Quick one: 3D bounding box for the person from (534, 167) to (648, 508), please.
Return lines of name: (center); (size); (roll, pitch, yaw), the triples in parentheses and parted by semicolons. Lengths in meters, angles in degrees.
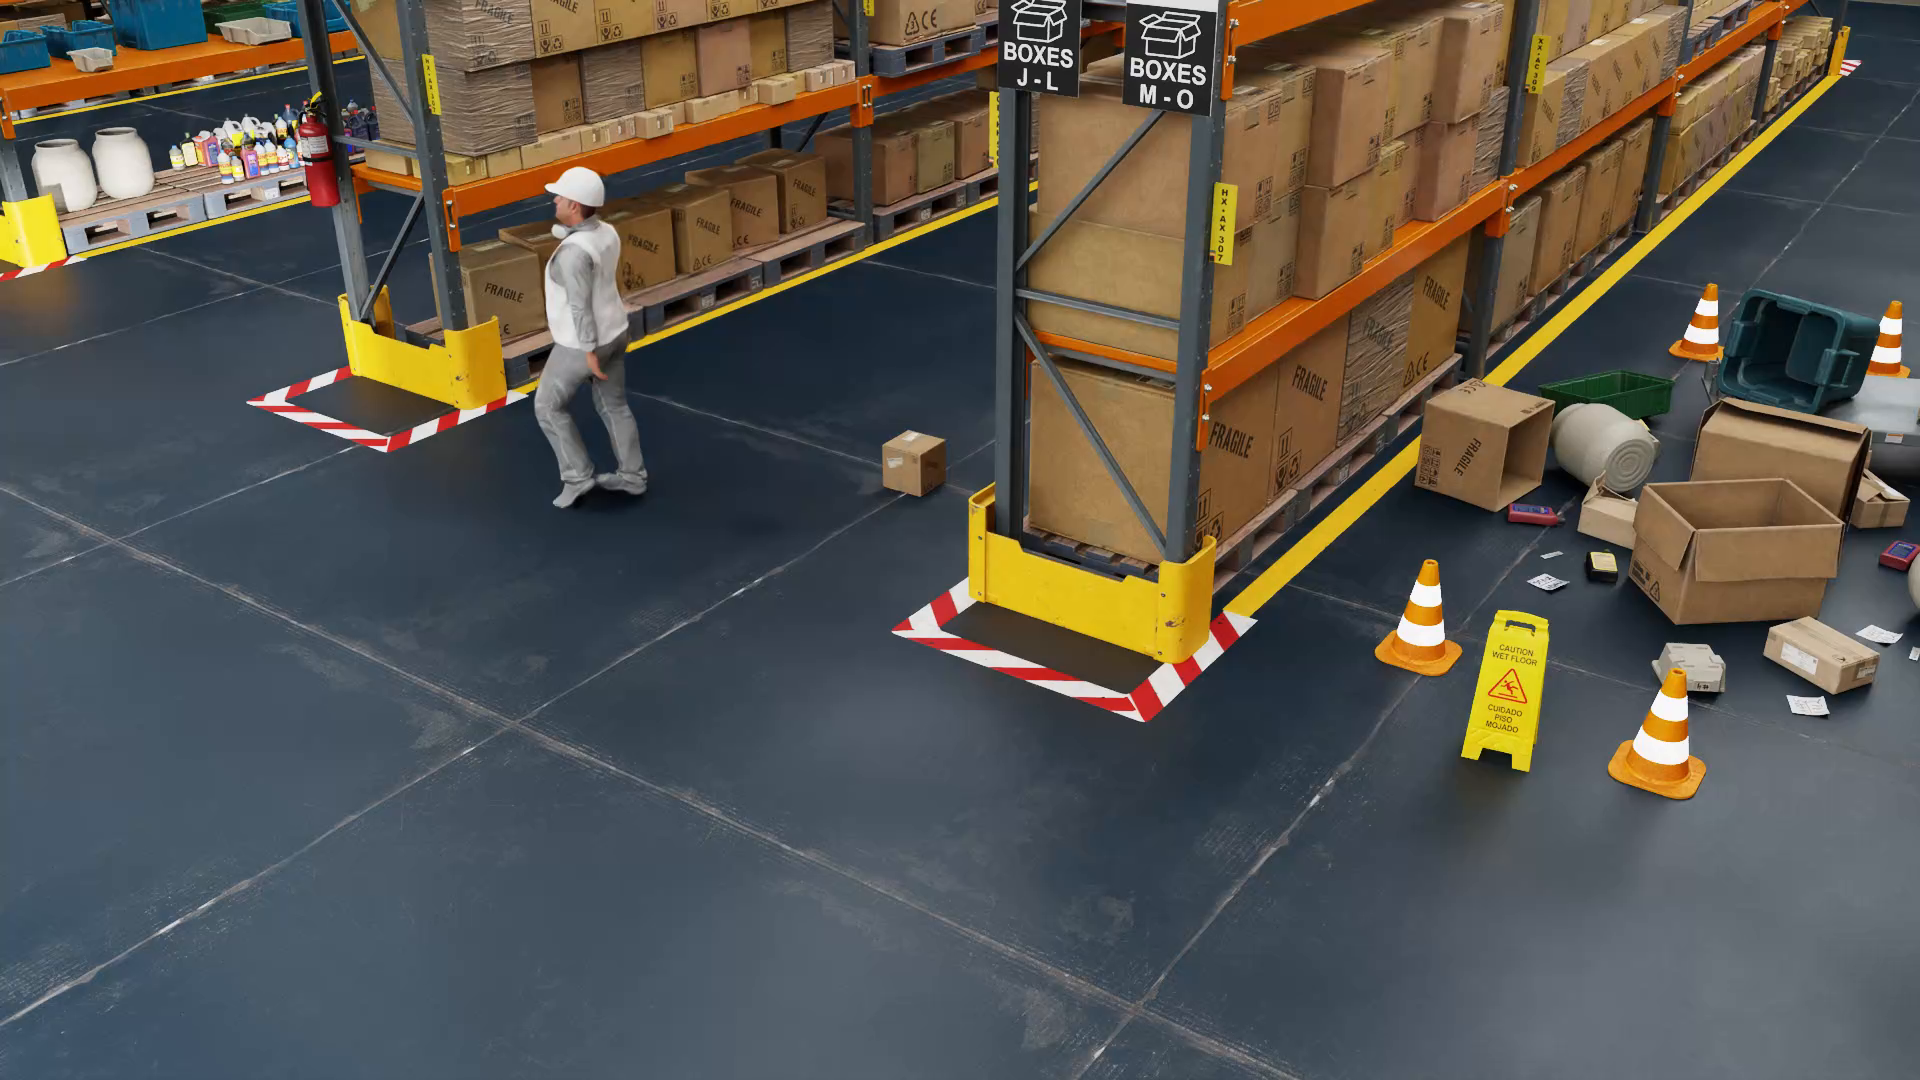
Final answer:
person: (-1.935, -1.027, 8.645); (0.538, 1.831, 0.532); (7, 28, 14)
